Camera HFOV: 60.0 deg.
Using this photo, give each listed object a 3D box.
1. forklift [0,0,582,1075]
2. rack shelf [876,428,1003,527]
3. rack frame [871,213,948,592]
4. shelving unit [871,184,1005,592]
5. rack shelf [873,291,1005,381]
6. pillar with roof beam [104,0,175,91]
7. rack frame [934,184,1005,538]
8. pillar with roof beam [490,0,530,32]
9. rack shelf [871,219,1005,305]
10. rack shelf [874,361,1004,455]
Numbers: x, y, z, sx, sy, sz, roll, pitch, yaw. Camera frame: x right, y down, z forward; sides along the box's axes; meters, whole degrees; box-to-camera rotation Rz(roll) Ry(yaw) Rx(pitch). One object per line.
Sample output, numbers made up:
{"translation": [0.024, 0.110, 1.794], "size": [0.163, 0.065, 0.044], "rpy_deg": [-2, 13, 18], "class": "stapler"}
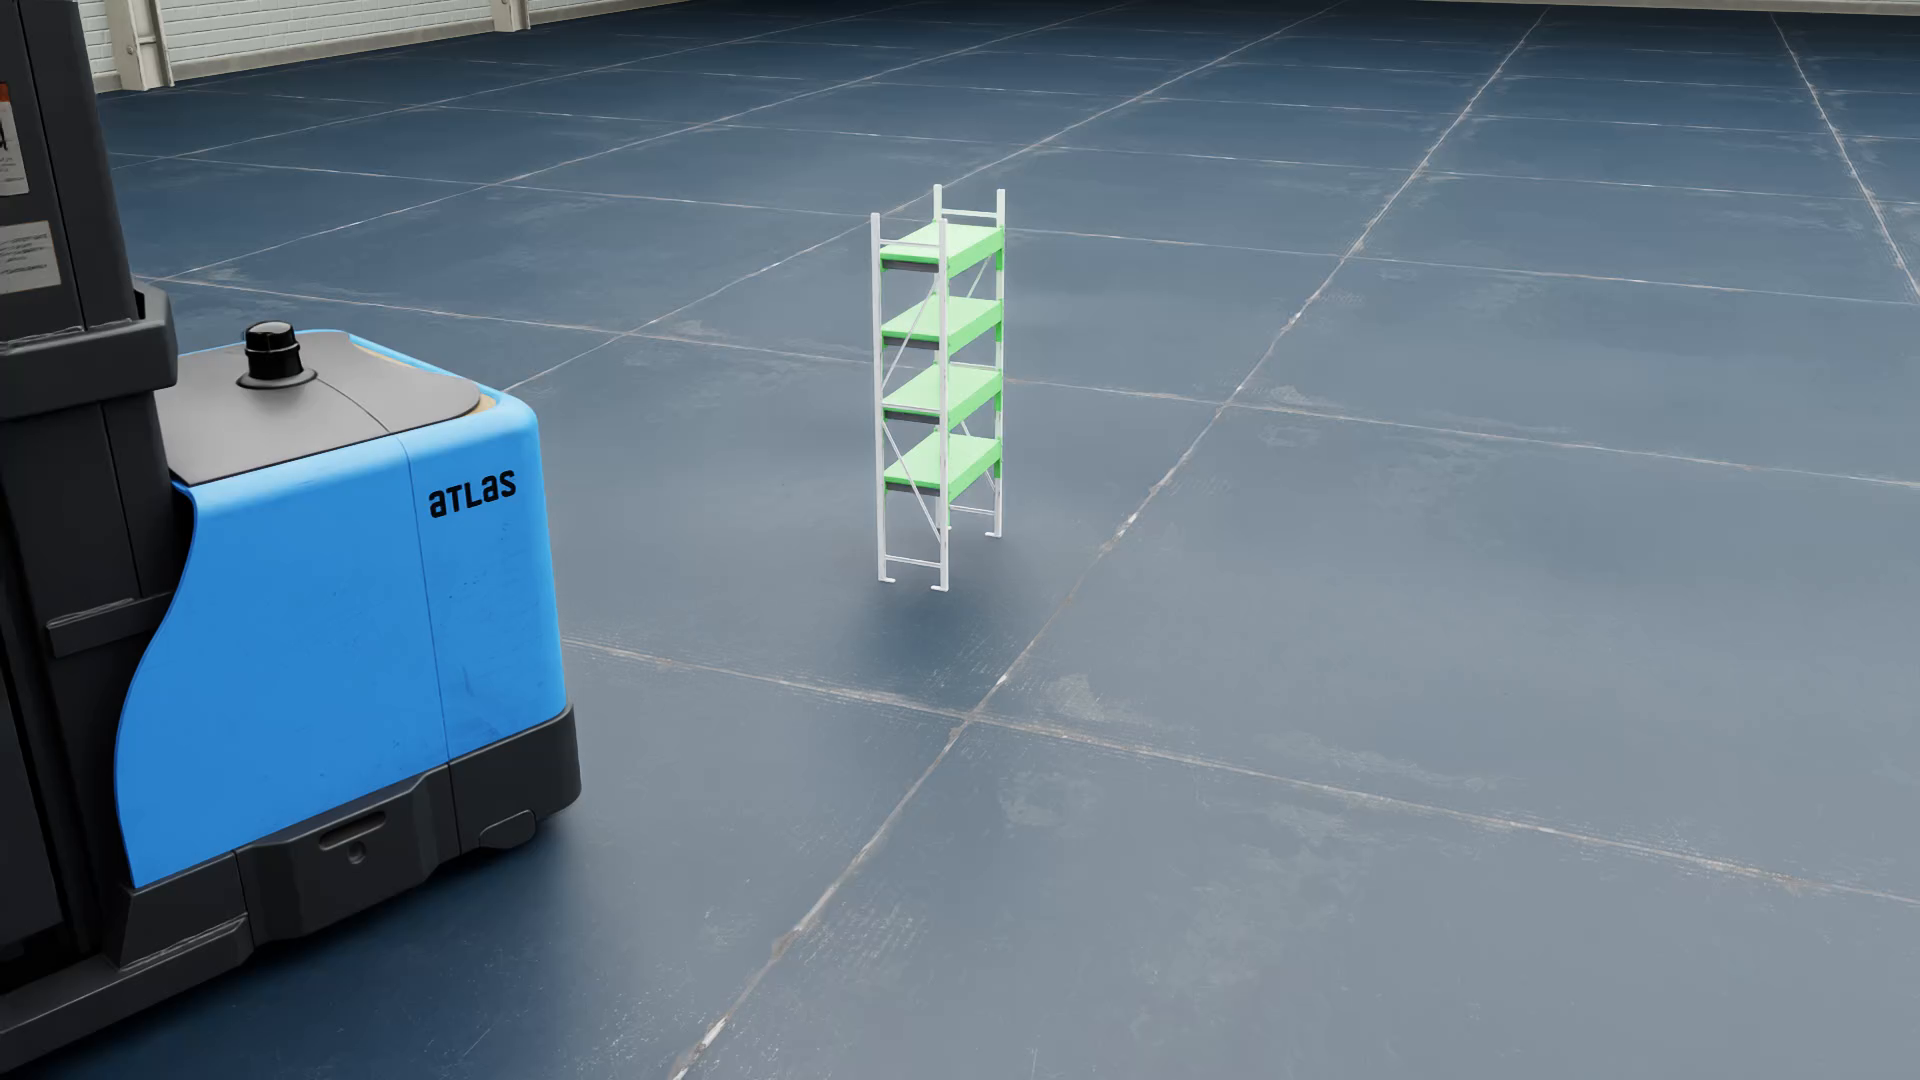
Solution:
{"translation": [-2.313, -0.385, 2.868], "size": [1.130, 2.935, 3.031], "rpy_deg": [20, 30, 40], "class": "forklift"}
{"translation": [-0.061, -0.214, 5.494], "size": [0.258, 0.148, 0.480], "rpy_deg": [9, 24, 20], "class": "rack shelf"}
{"translation": [-0.152, -0.407, 5.168], "size": [0.240, 1.200, 0.015], "rpy_deg": [9, 24, 20], "class": "rack frame"}
{"translation": [-0.061, -0.494, 5.377], "size": [0.258, 1.200, 0.503], "rpy_deg": [9, 24, 20], "class": "shelving unit"}
{"translation": [-0.061, -0.657, 5.309], "size": [0.258, 0.148, 0.480], "rpy_deg": [9, 24, 20], "class": "rack shelf"}
{"translation": [-4.065, -8.028, 13.295], "size": [9.100, 9.000, 0.400], "rpy_deg": [9, 24, 20], "class": "pillar with roof beam"}
{"translation": [0.029, -0.582, 5.586], "size": [0.240, 1.200, 0.015], "rpy_deg": [9, 24, 20], "class": "rack frame"}
{"translation": [-1.837, -10.176, 18.436], "size": [9.100, 9.000, 0.400], "rpy_deg": [9, 24, 20], "class": "pillar with roof beam"}
{"translation": [-0.062, -0.878, 5.217], "size": [0.258, 0.148, 0.480], "rpy_deg": [9, 24, 20], "class": "rack shelf"}
{"translation": [-0.061, -0.435, 5.402], "size": [0.258, 0.148, 0.480], "rpy_deg": [9, 24, 20], "class": "rack shelf"}
